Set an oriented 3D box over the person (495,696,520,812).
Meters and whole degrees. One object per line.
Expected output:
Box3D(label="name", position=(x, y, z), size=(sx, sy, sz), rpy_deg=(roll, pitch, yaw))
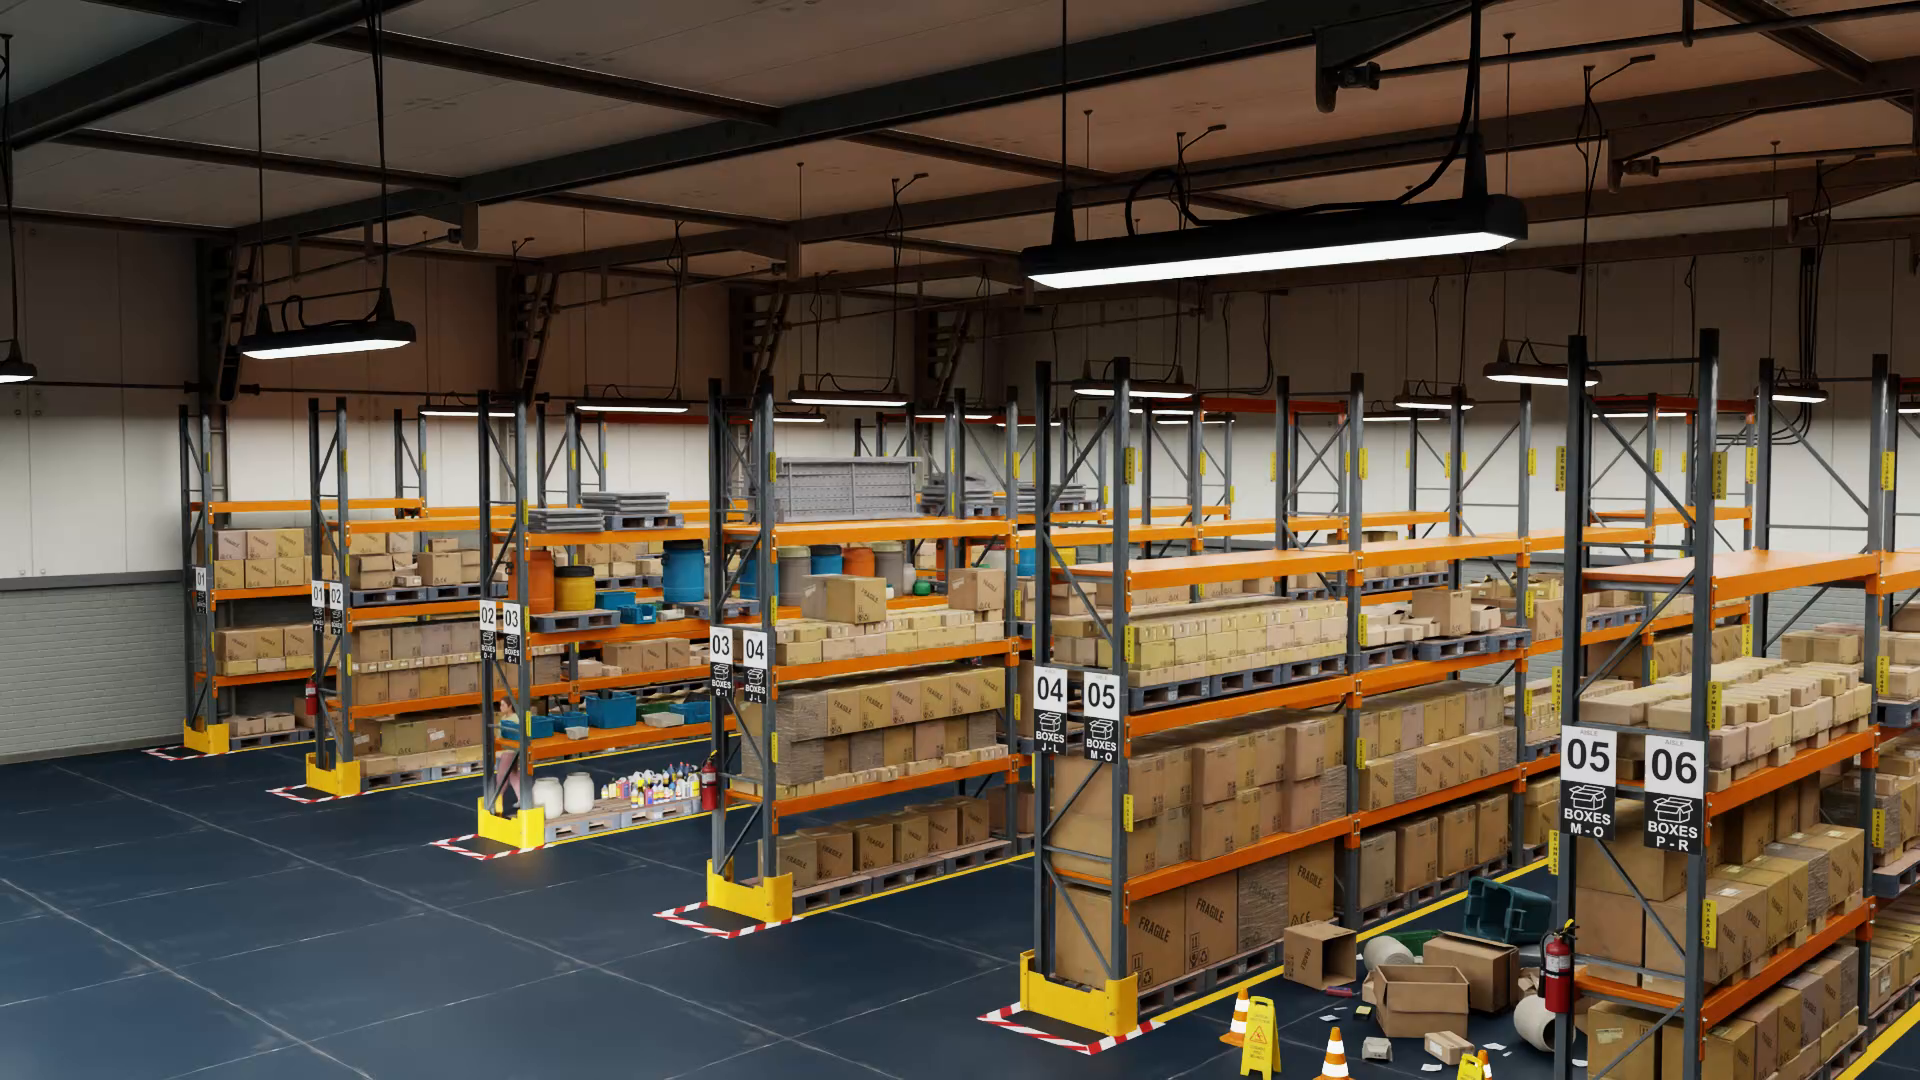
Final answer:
Box3D(label="person", position=(-6.538, 3.076, 23.927), size=(0.833, 1.641, 0.549), rpy_deg=(-2, 4, -32))
